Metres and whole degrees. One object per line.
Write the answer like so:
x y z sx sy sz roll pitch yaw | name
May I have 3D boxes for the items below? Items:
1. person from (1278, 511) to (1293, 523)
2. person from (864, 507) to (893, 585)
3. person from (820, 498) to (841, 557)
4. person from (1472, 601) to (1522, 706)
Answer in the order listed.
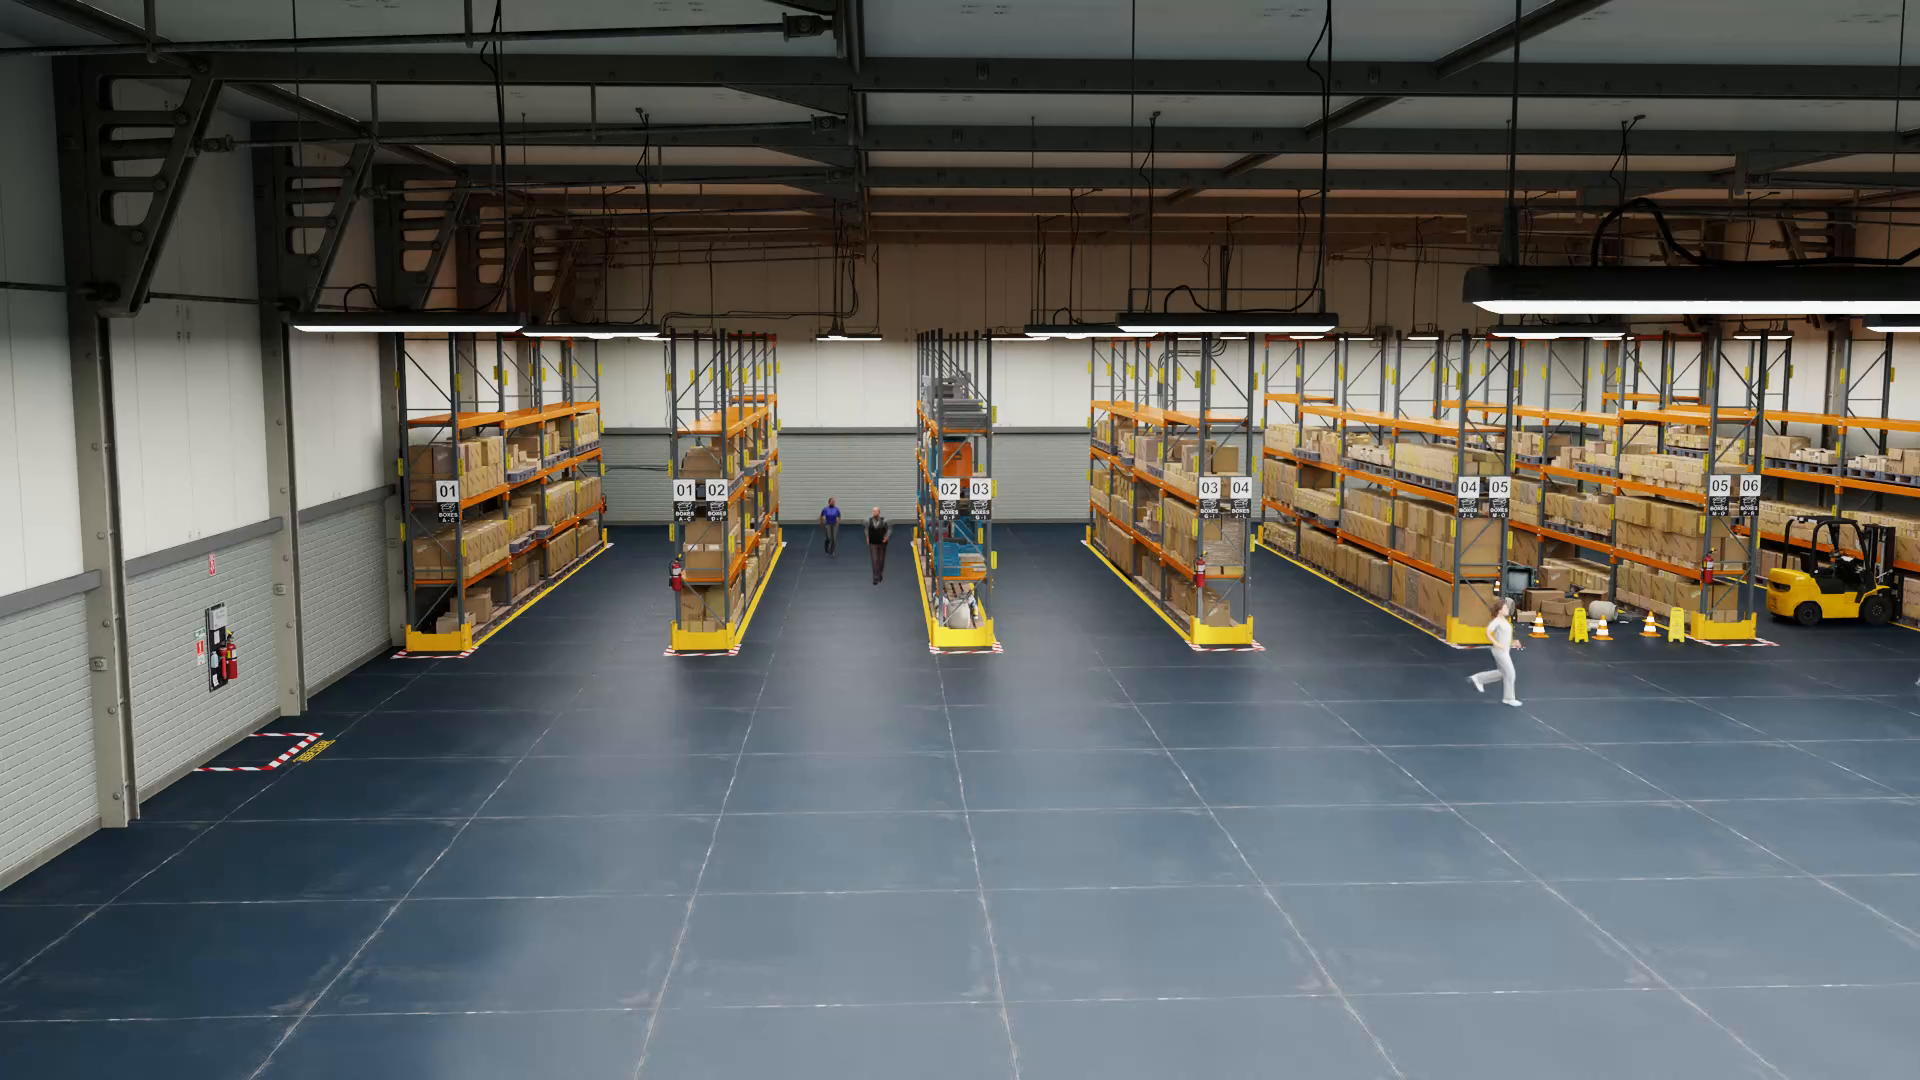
9.706 -0.884 49.112 0.868 1.673 0.624 0 7 -4 | person
-1.871 0.114 38.003 0.662 1.753 0.718 0 7 0 | person
-3.459 -0.335 44.683 0.561 1.607 0.585 -2 7 -15 | person
8.580 1.809 26.546 0.818 1.632 0.566 4 8 33 | person
